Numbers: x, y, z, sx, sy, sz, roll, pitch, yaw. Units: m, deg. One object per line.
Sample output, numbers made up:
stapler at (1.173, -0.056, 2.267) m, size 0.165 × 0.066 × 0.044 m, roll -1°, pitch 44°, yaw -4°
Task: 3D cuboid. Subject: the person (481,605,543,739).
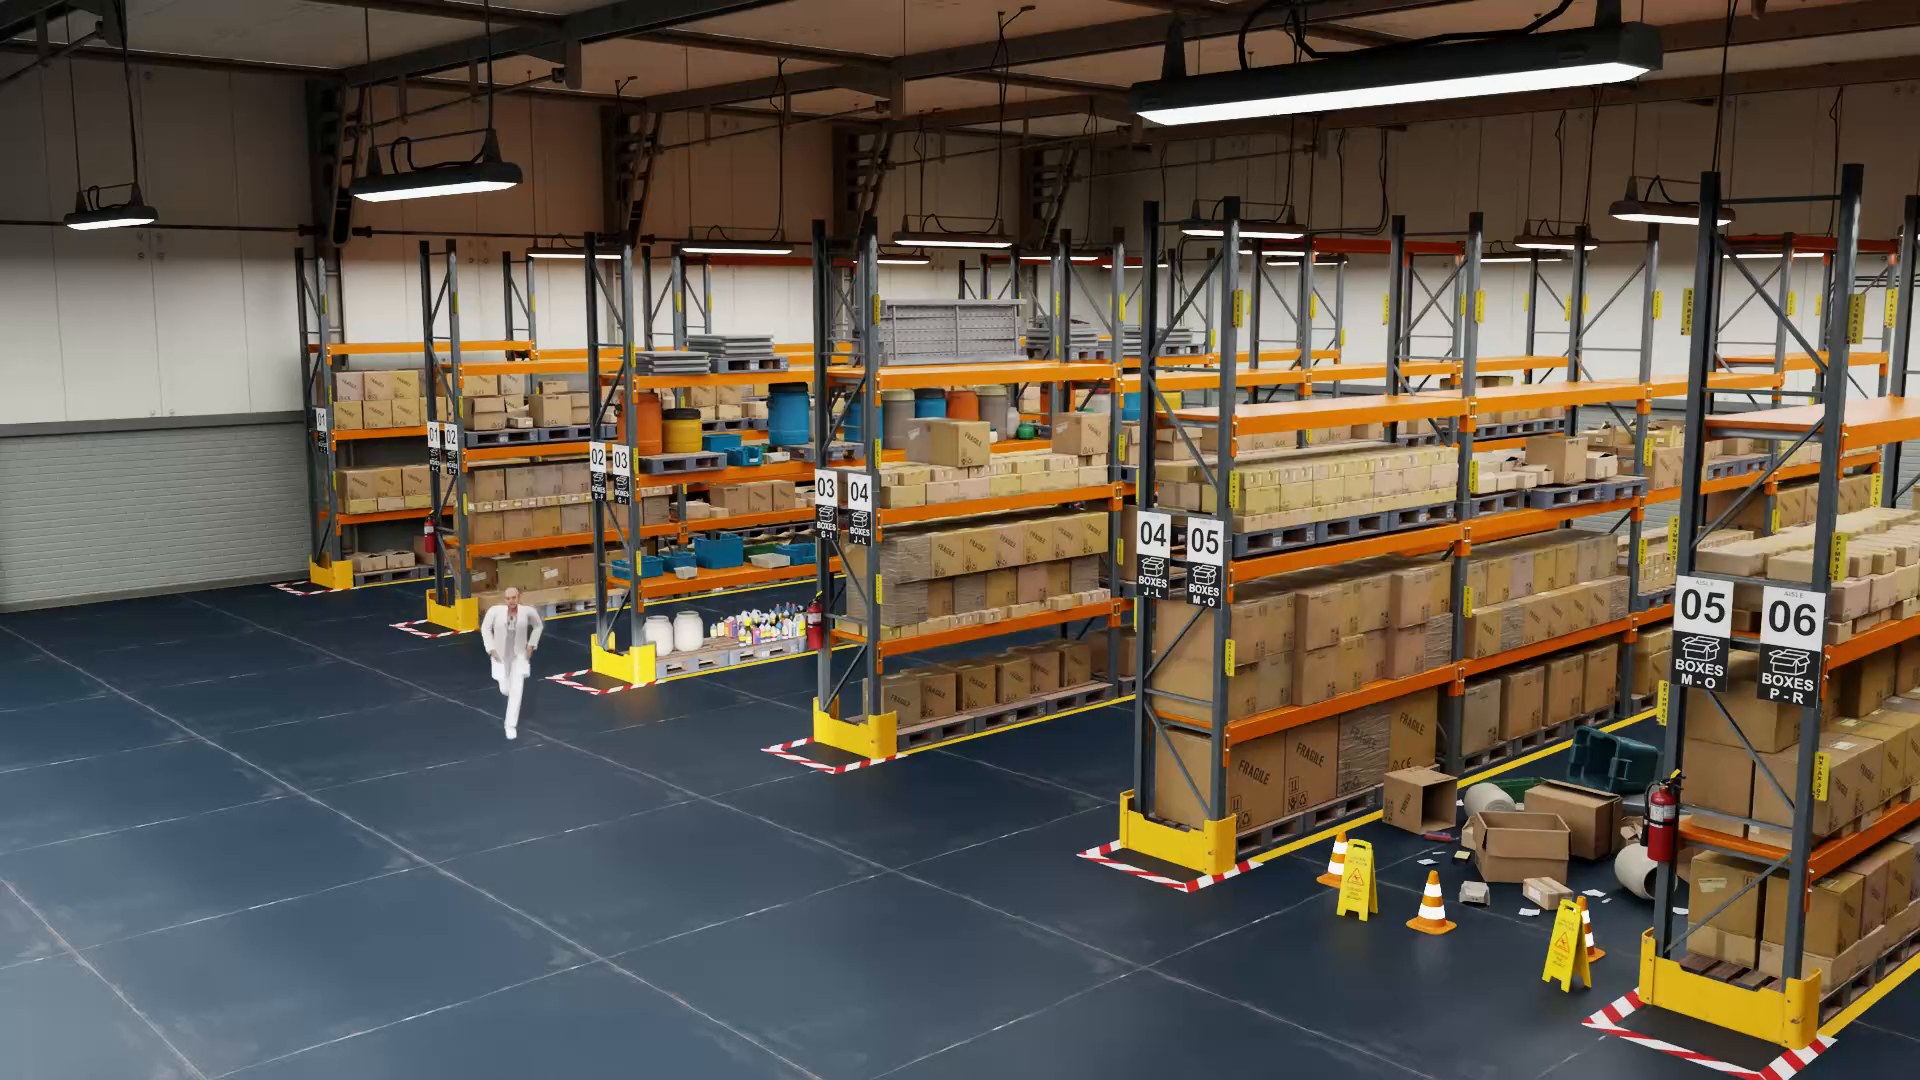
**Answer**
person at (-5.356, 1.509, 19.953) m, size 0.715 × 1.588 × 1.052 m, roll -1°, pitch 8°, yaw -9°
